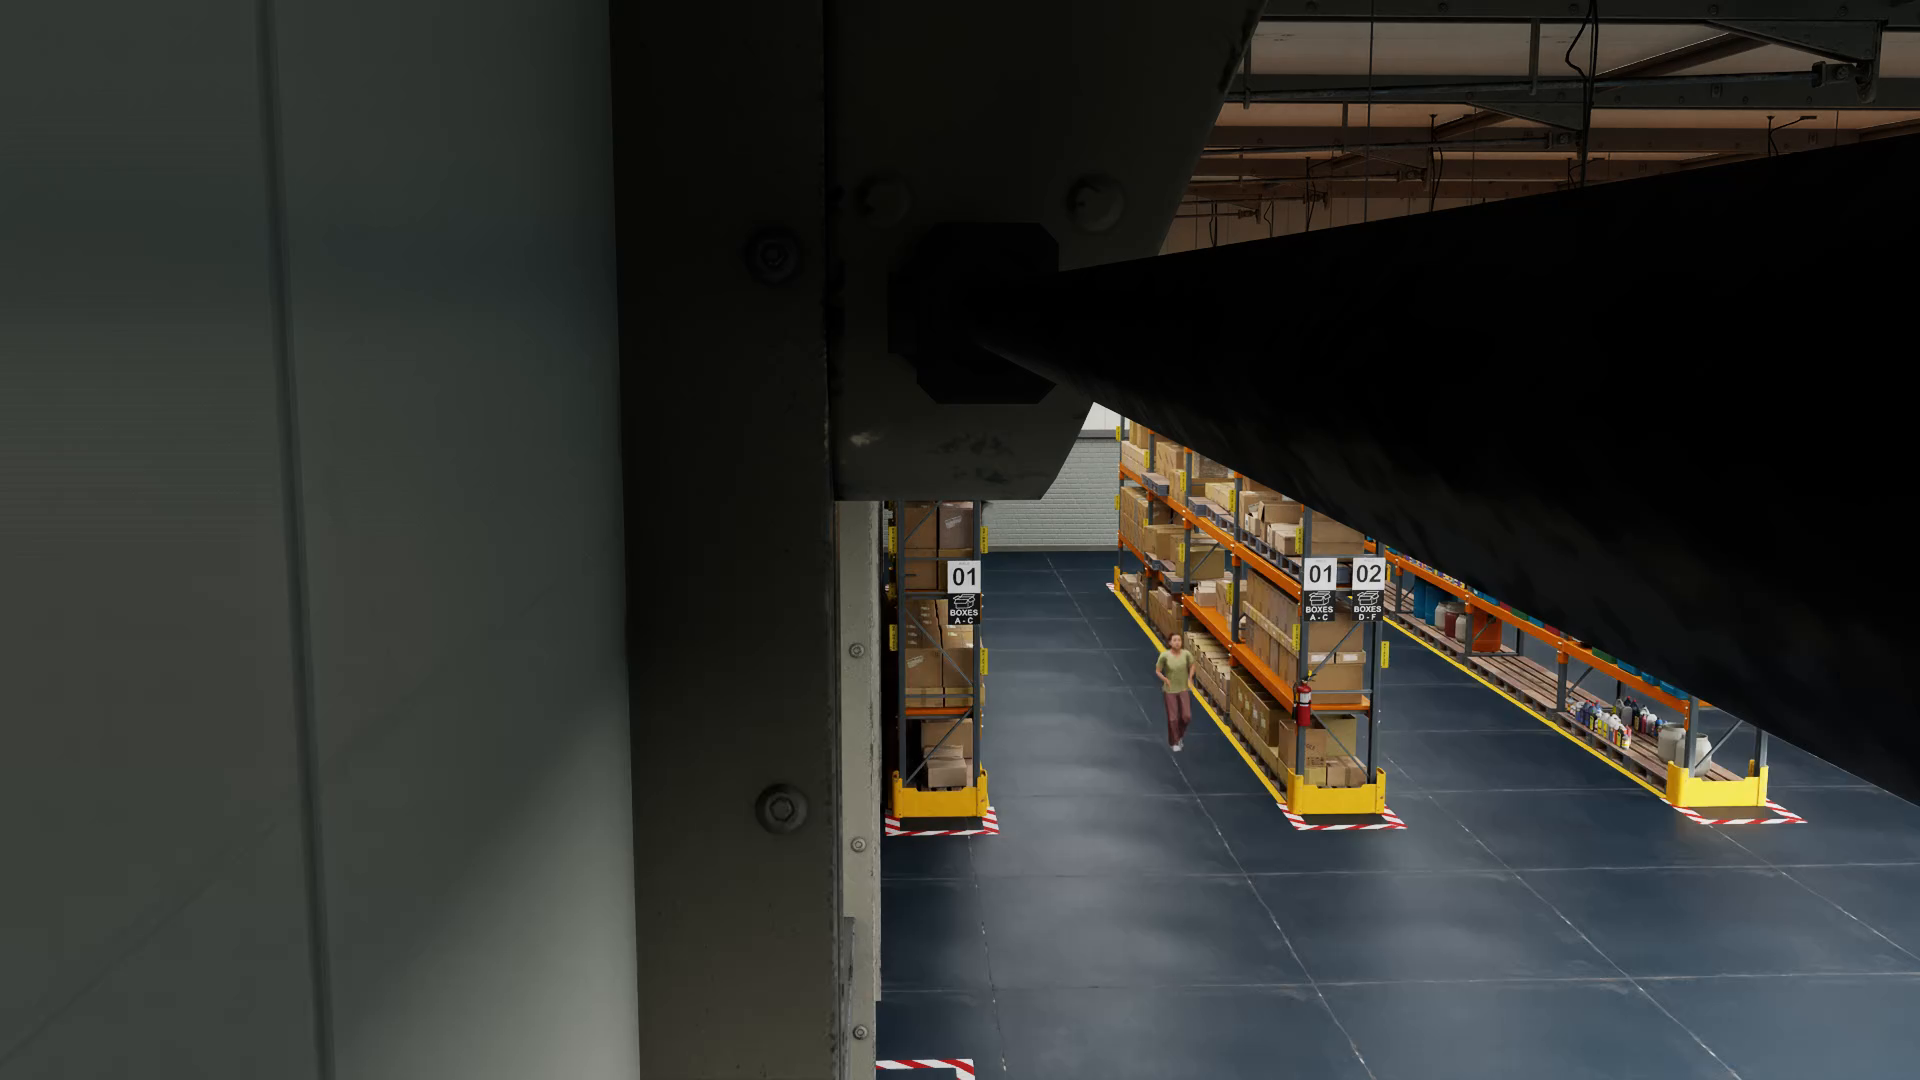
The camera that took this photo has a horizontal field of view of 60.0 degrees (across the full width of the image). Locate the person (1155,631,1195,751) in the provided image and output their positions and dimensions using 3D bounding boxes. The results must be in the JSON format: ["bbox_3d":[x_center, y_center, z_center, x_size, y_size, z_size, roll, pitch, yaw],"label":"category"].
[{"bbox_3d":[2.898,2.039,22.241,0.556,1.648,0.508,-1,8,-4],"label":"person"}]
